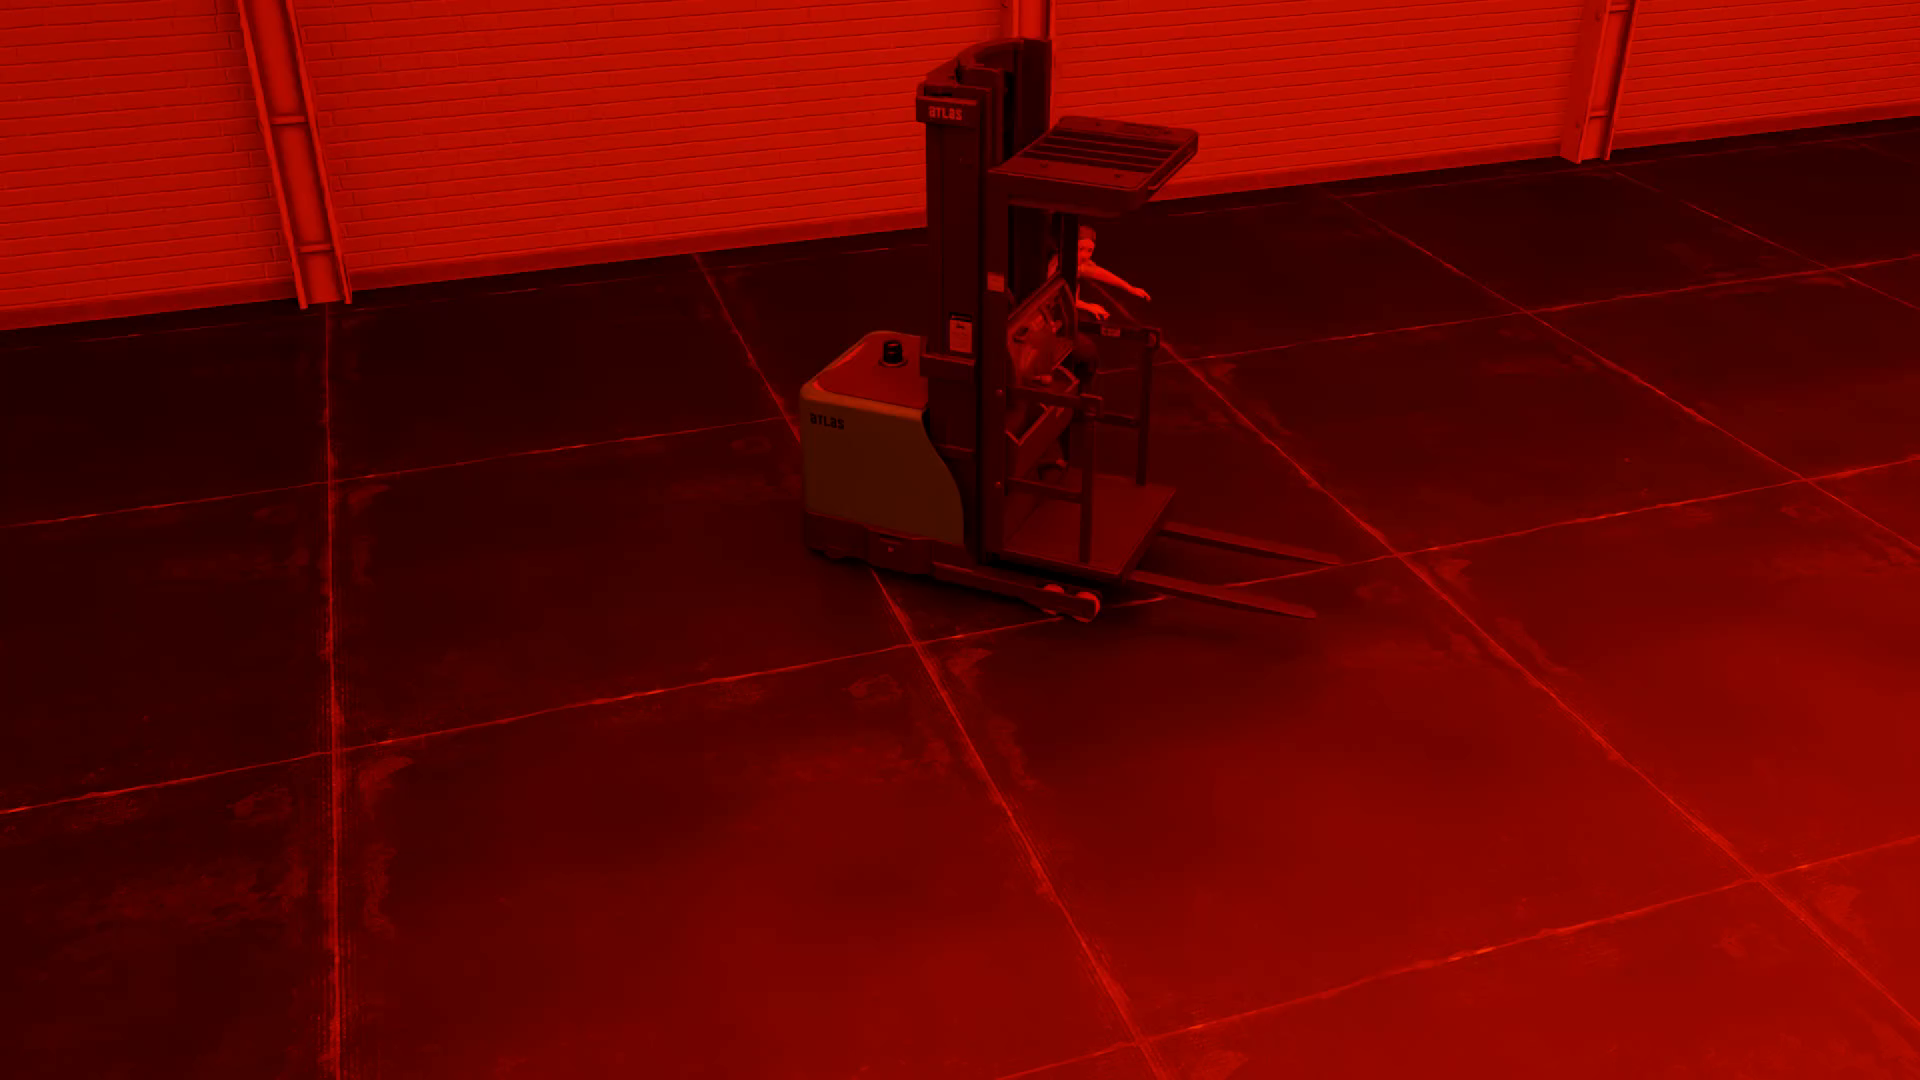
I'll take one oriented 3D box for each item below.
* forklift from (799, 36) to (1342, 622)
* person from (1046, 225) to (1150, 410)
[{"bbox_3d":[0.635,-1.117,9.028,3.031,2.935,1.130,12,32,20],"label":"forklift"},{"bbox_3d":[0.824,-1.345,10.989,1.081,1.443,0.836,-11,32,-18],"label":"person"}]
